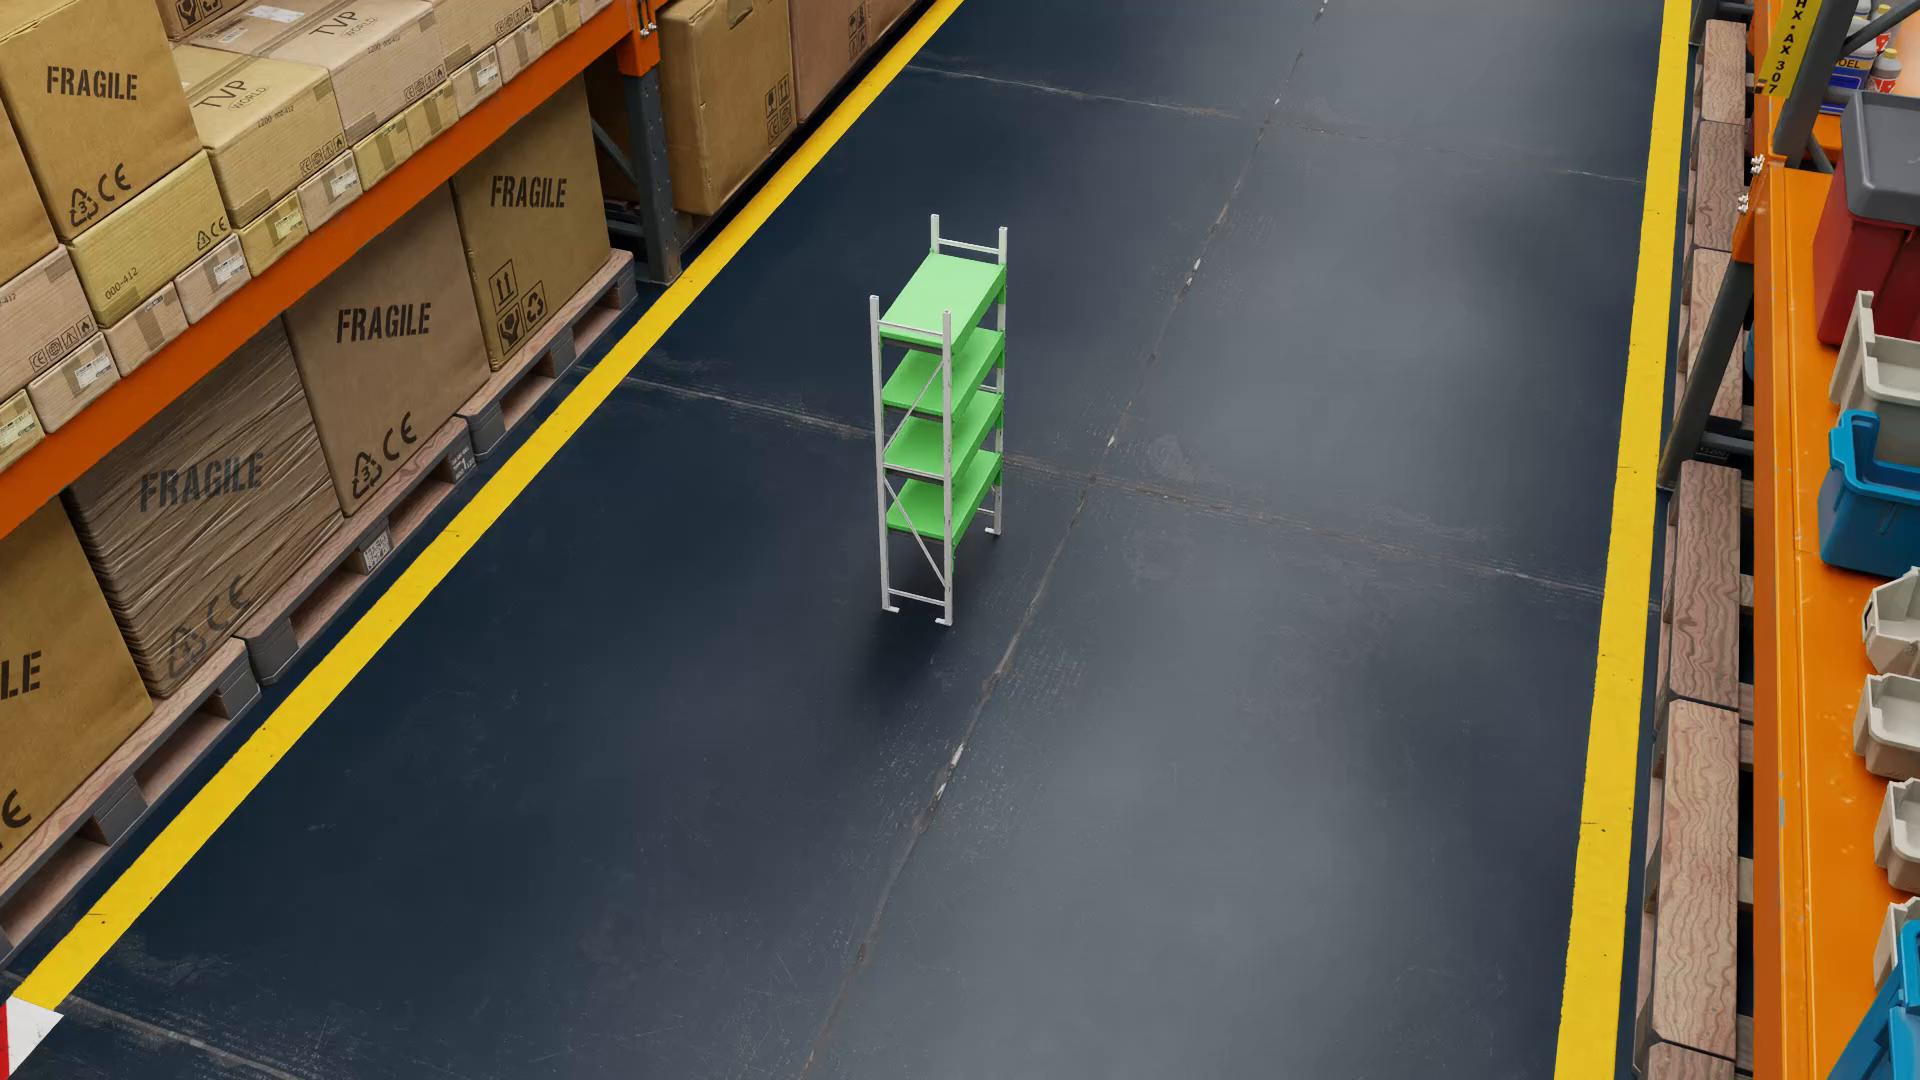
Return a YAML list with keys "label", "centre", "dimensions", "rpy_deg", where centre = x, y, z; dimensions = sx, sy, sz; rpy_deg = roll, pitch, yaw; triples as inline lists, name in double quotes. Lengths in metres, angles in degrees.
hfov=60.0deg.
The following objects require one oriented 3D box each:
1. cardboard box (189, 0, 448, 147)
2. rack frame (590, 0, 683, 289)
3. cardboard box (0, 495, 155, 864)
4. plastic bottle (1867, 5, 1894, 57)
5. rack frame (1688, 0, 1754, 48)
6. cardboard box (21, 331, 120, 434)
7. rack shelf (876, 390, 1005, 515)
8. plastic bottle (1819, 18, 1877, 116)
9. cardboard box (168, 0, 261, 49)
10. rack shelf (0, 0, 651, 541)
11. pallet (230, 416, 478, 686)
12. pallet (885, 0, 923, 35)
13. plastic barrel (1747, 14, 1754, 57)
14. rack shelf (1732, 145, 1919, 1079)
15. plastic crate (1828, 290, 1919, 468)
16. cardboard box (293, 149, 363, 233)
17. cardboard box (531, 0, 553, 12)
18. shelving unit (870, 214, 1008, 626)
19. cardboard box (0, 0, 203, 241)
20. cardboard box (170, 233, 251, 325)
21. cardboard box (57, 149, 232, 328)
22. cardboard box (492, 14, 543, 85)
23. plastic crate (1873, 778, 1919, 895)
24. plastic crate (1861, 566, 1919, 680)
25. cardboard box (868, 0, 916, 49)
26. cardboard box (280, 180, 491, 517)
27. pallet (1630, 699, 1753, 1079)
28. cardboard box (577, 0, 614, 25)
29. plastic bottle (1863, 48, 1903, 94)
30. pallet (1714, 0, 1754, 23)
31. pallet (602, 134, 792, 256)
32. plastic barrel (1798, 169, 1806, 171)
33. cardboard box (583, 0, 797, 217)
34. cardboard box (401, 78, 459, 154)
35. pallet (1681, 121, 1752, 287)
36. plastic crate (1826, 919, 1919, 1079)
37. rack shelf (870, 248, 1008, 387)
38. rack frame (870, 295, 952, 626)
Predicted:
- label: "cardboard box"
  centre: [-1.924, -1.447, 5.022]
  dimensions: [0.500, 0.250, 0.500]
  rpy_deg: [14, 42, 16]
- label: "rack frame"
  centre: [-1.671, -2.346, 6.189]
  dimensions: [1.000, 3.000, 0.127]
  rpy_deg: [13, 42, 15]
- label: "cardboard box"
  centre: [-2.895, 0.334, 4.361]
  dimensions: [0.875, 0.875, 0.875]
  rpy_deg: [13, 42, 15]
- label: "plastic bottle"
  centre: [3.063, -1.690, 5.573]
  dimensions: [0.097, 0.201, 0.097]
  rpy_deg: [0, 40, 0]
- label: "rack frame"
  centre: [4.352, -3.687, 7.760]
  dimensions: [1.000, 3.000, 0.127]
  rpy_deg: [13, 42, 15]
- label: "cardboard box"
  centre: [-2.345, -0.427, 4.132]
  dimensions: [0.380, 0.149, 0.250]
  rpy_deg: [13, 42, 14]
- label: "rack shelf"
  centre: [-0.057, -0.307, 5.284]
  dimensions: [0.258, 0.148, 0.480]
  rpy_deg: [13, 42, 15]
- label: "plastic bottle"
  centre: [2.815, -1.512, 5.306]
  dimensions: [0.152, 0.276, 0.135]
  rpy_deg: [13, 42, 15]
- label: "cardboard box"
  centre: [-2.424, -1.554, 5.147]
  dimensions: [0.500, 0.250, 0.500]
  rpy_deg: [14, 43, 16]
- label: "rack shelf"
  centre: [-2.355, -0.853, 4.993]
  dimensions: [1.077, 0.370, 4.000]
  rpy_deg: [13, 42, 15]
- label: "pallet"
  centre: [-2.420, -0.092, 5.696]
  dimensions: [1.003, 0.211, 1.213]
  rpy_deg: [13, 42, 15]
- label: "pallet"
  centre: [-0.643, -3.261, 9.409]
  dimensions: [1.003, 0.211, 1.213]
  rpy_deg: [13, 42, 15]
- label: "plastic barrel"
  centre: [4.200, -2.719, 7.974]
  dimensions: [0.600, 0.830, 0.708]
  rpy_deg: [13, 42, 15]
- label: "rack shelf"
  centre: [2.300, 0.247, 3.704]
  dimensions: [1.077, 0.370, 4.000]
  rpy_deg: [13, 42, 15]
- label: "plastic crate"
  centre: [2.288, -0.334, 3.876]
  dimensions: [0.437, 0.282, 0.530]
  rpy_deg: [13, 42, 15]
- label: "cardboard box"
  centre: [-1.994, -1.053, 4.867]
  dimensions: [0.380, 0.149, 0.250]
  rpy_deg: [14, 42, 16]
- label: "cardboard box"
  centre: [-1.575, -2.075, 5.757]
  dimensions: [0.500, 0.250, 0.500]
  rpy_deg: [13, 42, 14]
- label: "shelving unit"
  centre: [-0.057, -0.355, 5.242]
  dimensions: [0.258, 1.200, 0.503]
  rpy_deg: [13, 42, 15]
- label: "cardboard box"
  centre: [-2.278, -1.103, 4.040]
  dimensions: [0.500, 0.500, 0.500]
  rpy_deg: [12, 42, 14]
- label: "cardboard box"
  centre: [-2.170, -0.739, 4.499]
  dimensions: [0.380, 0.149, 0.250]
  rpy_deg: [13, 42, 15]
- label: "cardboard box"
  centre: [-2.274, -0.820, 4.286]
  dimensions: [0.500, 0.250, 0.500]
  rpy_deg: [12, 42, 14]
- label: "cardboard box"
  centre: [-1.643, -1.678, 5.600]
  dimensions: [0.380, 0.149, 0.250]
  rpy_deg: [13, 42, 14]
- label: "plastic crate"
  centre: [1.837, 0.559, 2.940]
  dimensions: [0.396, 0.136, 0.243]
  rpy_deg: [13, 42, 15]
- label: "plastic crate"
  centre: [1.993, 0.199, 3.362]
  dimensions: [0.298, 0.136, 0.250]
  rpy_deg: [13, 42, 15]
- label: "cardboard box"
  centre: [-0.870, -3.179, 8.479]
  dimensions: [1.225, 0.875, 0.875]
  rpy_deg: [13, 42, 15]
- label: "cardboard box"
  centre: [-2.279, -0.764, 5.648]
  dimensions: [0.875, 0.875, 0.875]
  rpy_deg: [13, 42, 15]
- label: "pallet"
  centre: [2.353, 1.018, 4.395]
  dimensions: [1.003, 0.211, 1.213]
  rpy_deg: [13, 42, 15]
- label: "cardboard box"
  centre: [-1.467, -1.992, 5.967]
  dimensions: [0.380, 0.149, 0.250]
  rpy_deg: [14, 42, 15]
- label: "plastic bottle"
  centre: [2.938, -1.467, 5.312]
  dimensions: [0.097, 0.201, 0.097]
  rpy_deg: [0, 40, 0]
- label: "pallet"
  centre: [4.653, -3.090, 9.209]
  dimensions: [1.003, 0.211, 1.213]
  rpy_deg: [13, 42, 15]
- label: "pallet"
  centre: [-1.478, -1.773, 7.665]
  dimensions: [1.003, 0.211, 1.213]
  rpy_deg: [13, 42, 15]
- label: "plastic barrel"
  centre: [3.428, -1.368, 6.336]
  dimensions: [0.600, 0.901, 0.708]
  rpy_deg: [13, 42, 15]
- label: "cardboard box"
  centre: [-1.471, -2.092, 7.205]
  dimensions: [1.225, 0.875, 0.875]
  rpy_deg: [13, 42, 15]
- label: "cardboard box"
  centre: [-1.819, -1.364, 5.231]
  dimensions: [0.380, 0.149, 0.250]
  rpy_deg: [14, 42, 16]
- label: "pallet"
  centre: [3.702, -1.394, 7.221]
  dimensions: [1.003, 0.211, 1.213]
  rpy_deg: [13, 42, 15]
- label: "plastic crate"
  centre: [1.555, 0.911, 2.298]
  dimensions: [0.616, 0.435, 0.499]
  rpy_deg: [13, 42, 15]
- label: "rack shelf"
  centre: [-0.057, -0.672, 4.972]
  dimensions: [0.258, 0.148, 0.480]
  rpy_deg: [13, 42, 15]
- label: "rack frame"
  centre: [-0.140, -0.207, 5.068]
  dimensions: [0.240, 1.200, 0.015]
  rpy_deg: [13, 42, 15]
